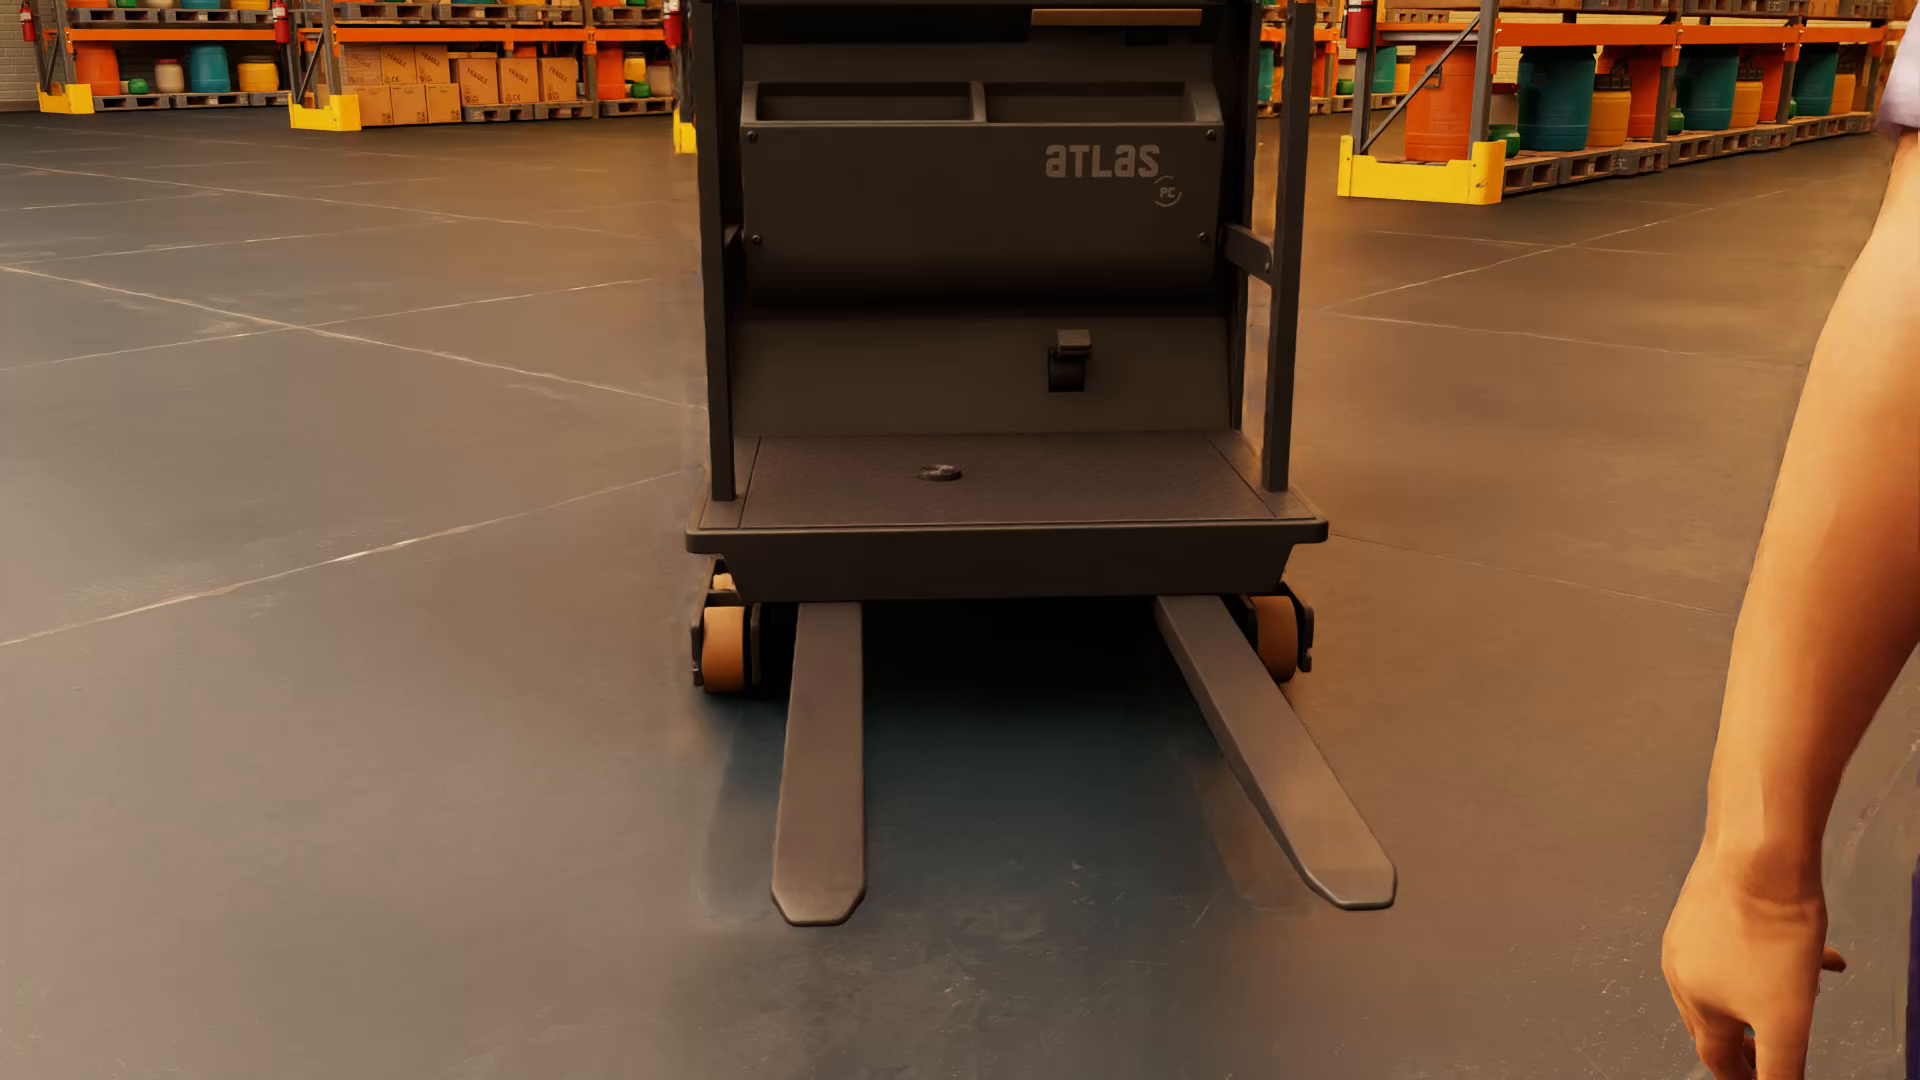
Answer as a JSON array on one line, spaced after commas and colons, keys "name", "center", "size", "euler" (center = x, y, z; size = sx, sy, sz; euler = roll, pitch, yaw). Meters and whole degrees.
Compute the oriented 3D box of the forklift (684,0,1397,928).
[{"name": "forklift", "center": [0.057, -1.218, 2.910], "size": [1.130, 2.935, 3.031], "euler": [-1, 17, -3]}]
